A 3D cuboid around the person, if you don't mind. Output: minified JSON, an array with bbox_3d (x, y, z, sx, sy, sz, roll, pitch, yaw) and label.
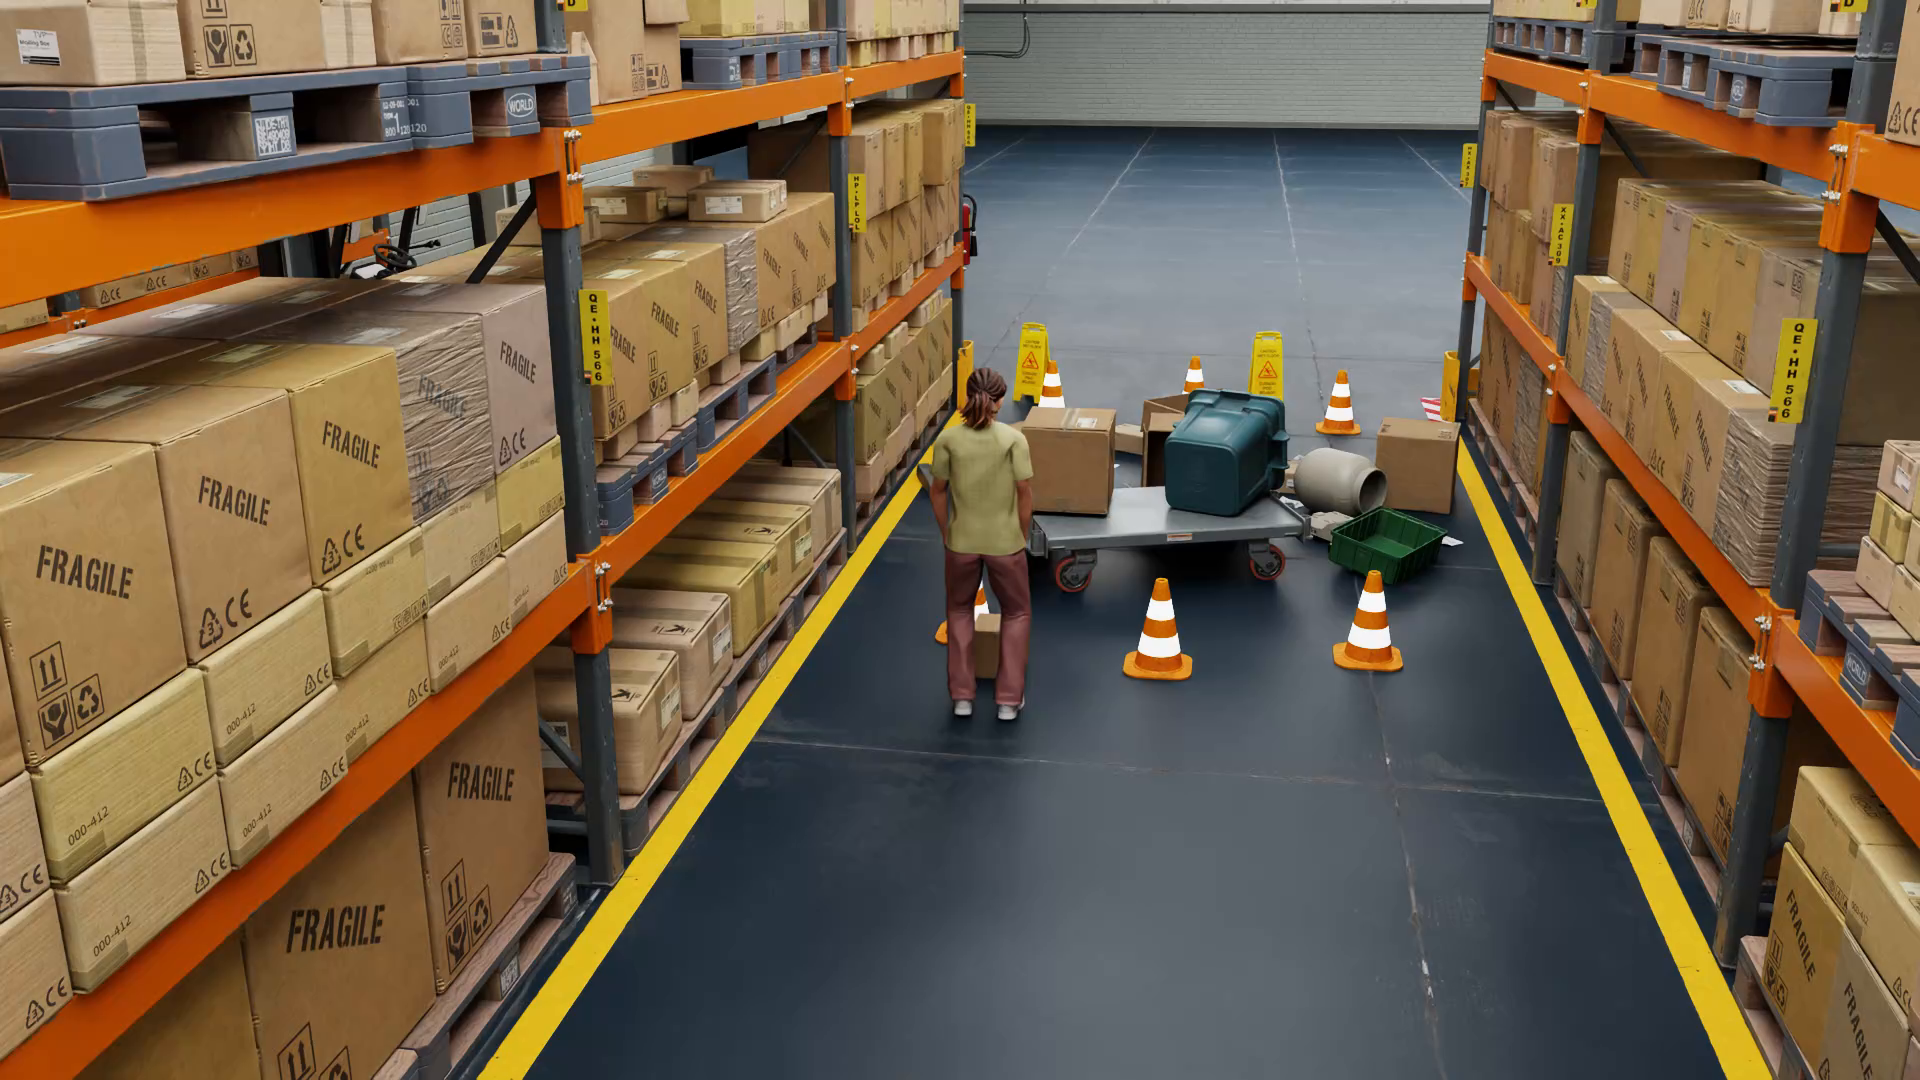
[{"bbox_3d":[0.099,0.024,7.593,0.474,1.616,0.406,3,18,10],"label":"person"}]
